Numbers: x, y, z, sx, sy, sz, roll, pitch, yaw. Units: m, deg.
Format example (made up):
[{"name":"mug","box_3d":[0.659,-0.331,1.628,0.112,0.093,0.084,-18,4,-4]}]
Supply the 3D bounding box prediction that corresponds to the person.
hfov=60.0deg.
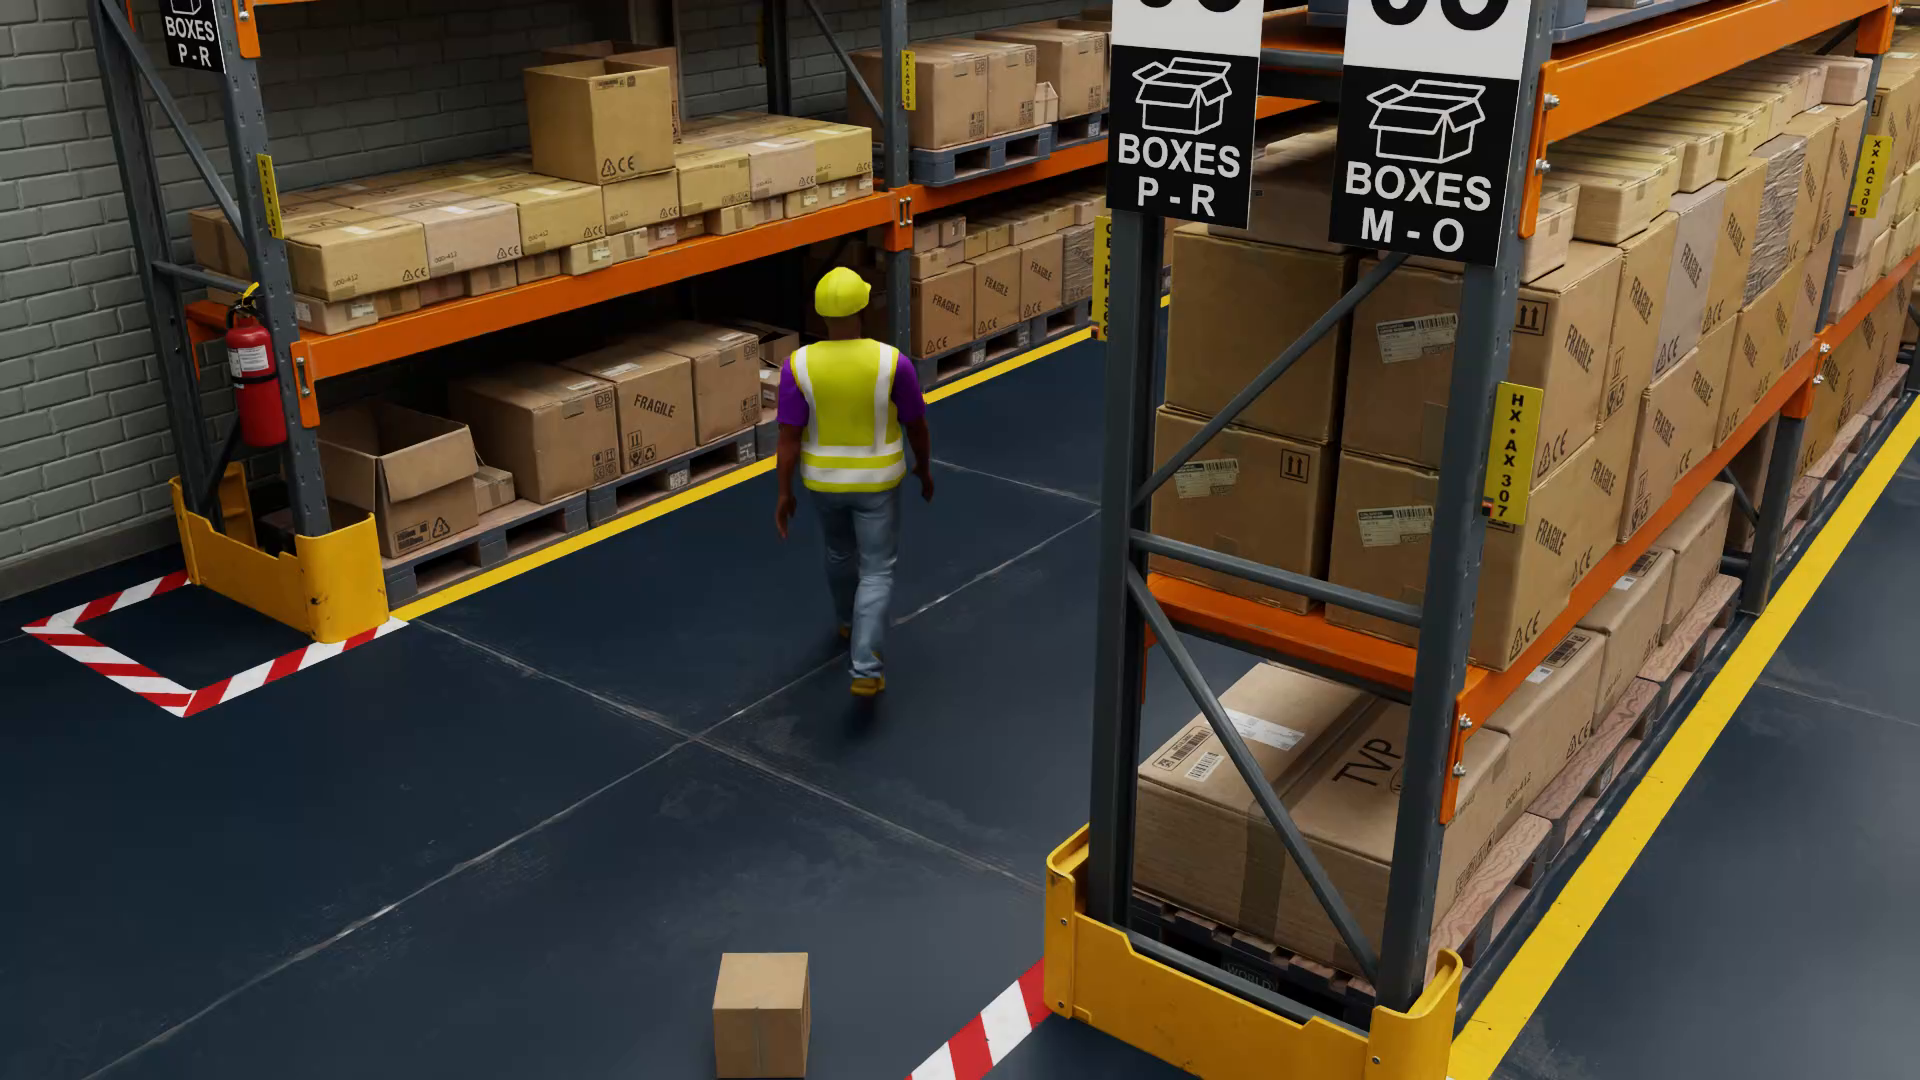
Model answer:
[{"name":"person","box_3d":[-0.420,-0.260,6.688,0.602,1.722,1.054,3,24,6]}]
